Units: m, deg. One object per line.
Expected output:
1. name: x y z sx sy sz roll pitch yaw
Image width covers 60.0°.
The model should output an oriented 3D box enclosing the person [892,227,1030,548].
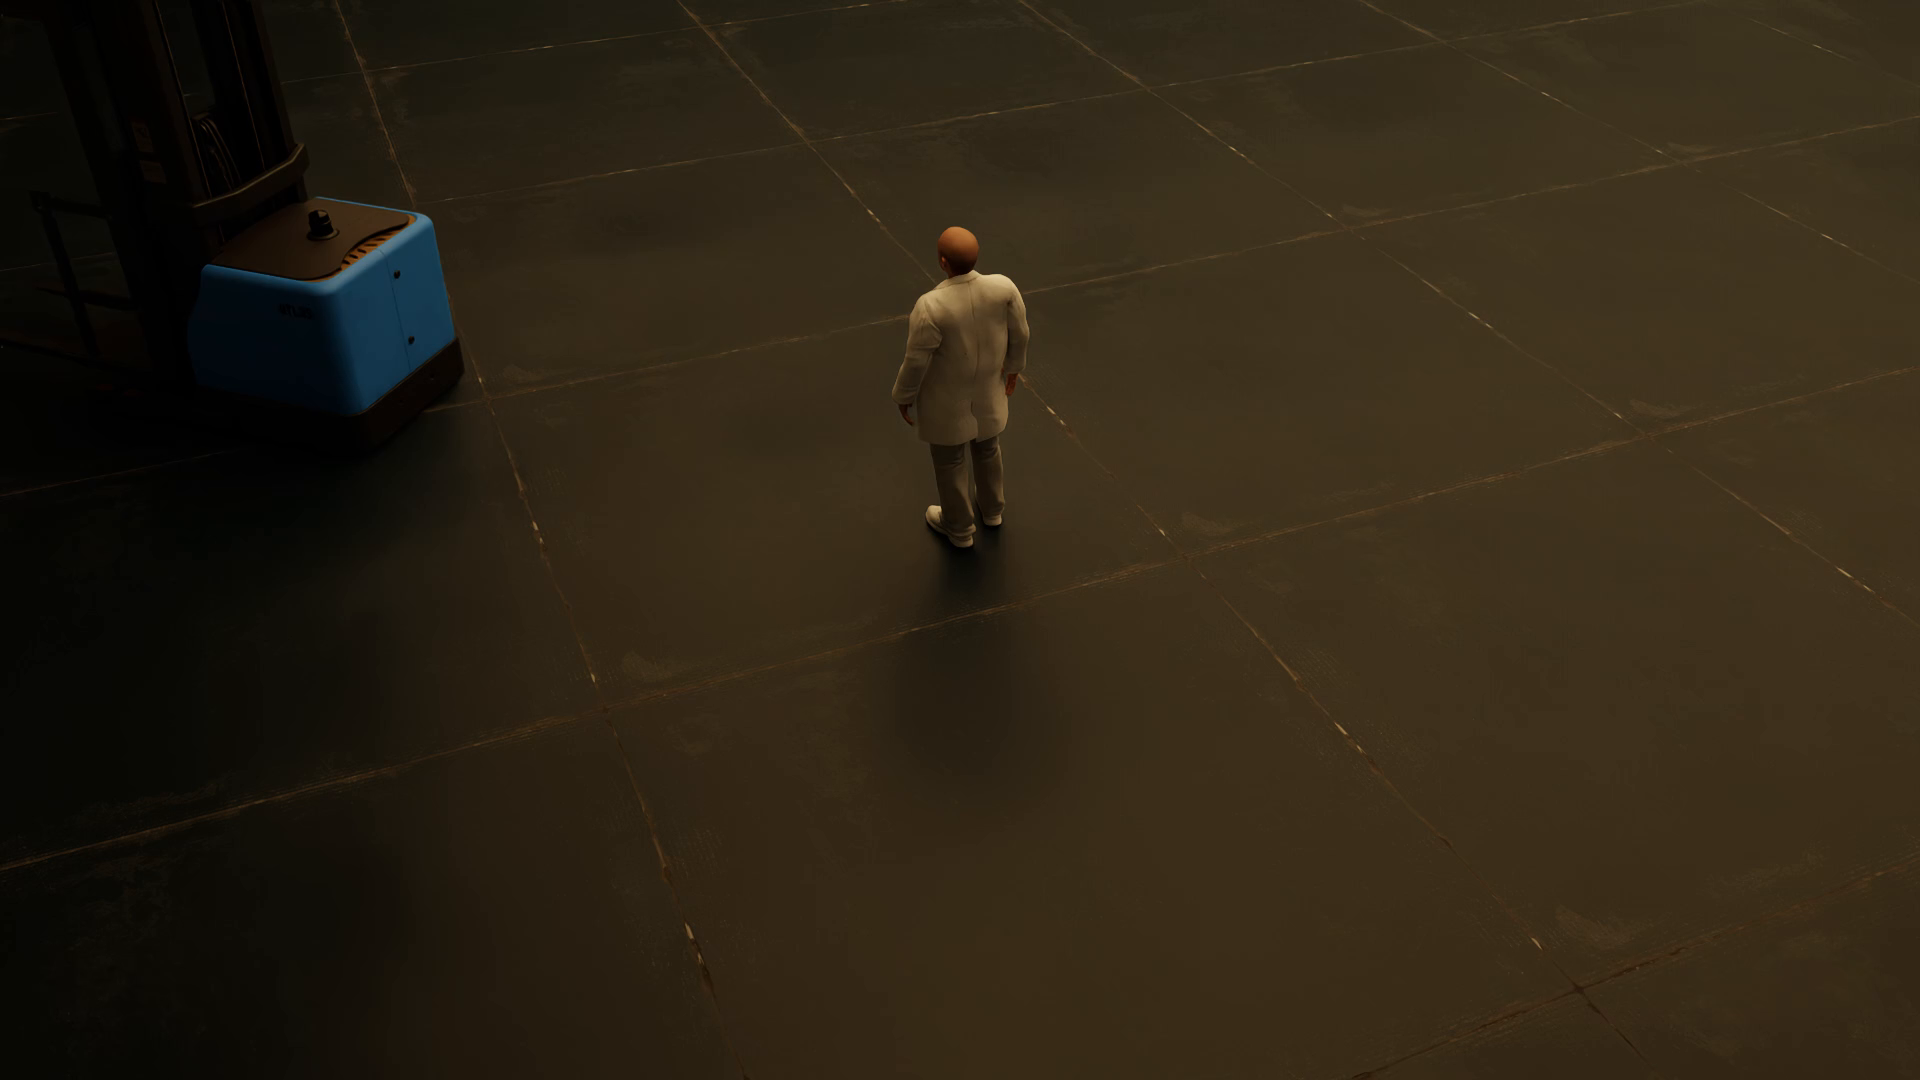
1. person: -0.031 -0.779 8.178 0.694 1.775 0.581 -14 38 -19

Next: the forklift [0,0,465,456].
1. forklift: -4.524 -2.177 9.160 3.031 2.935 1.130 12 37 16
